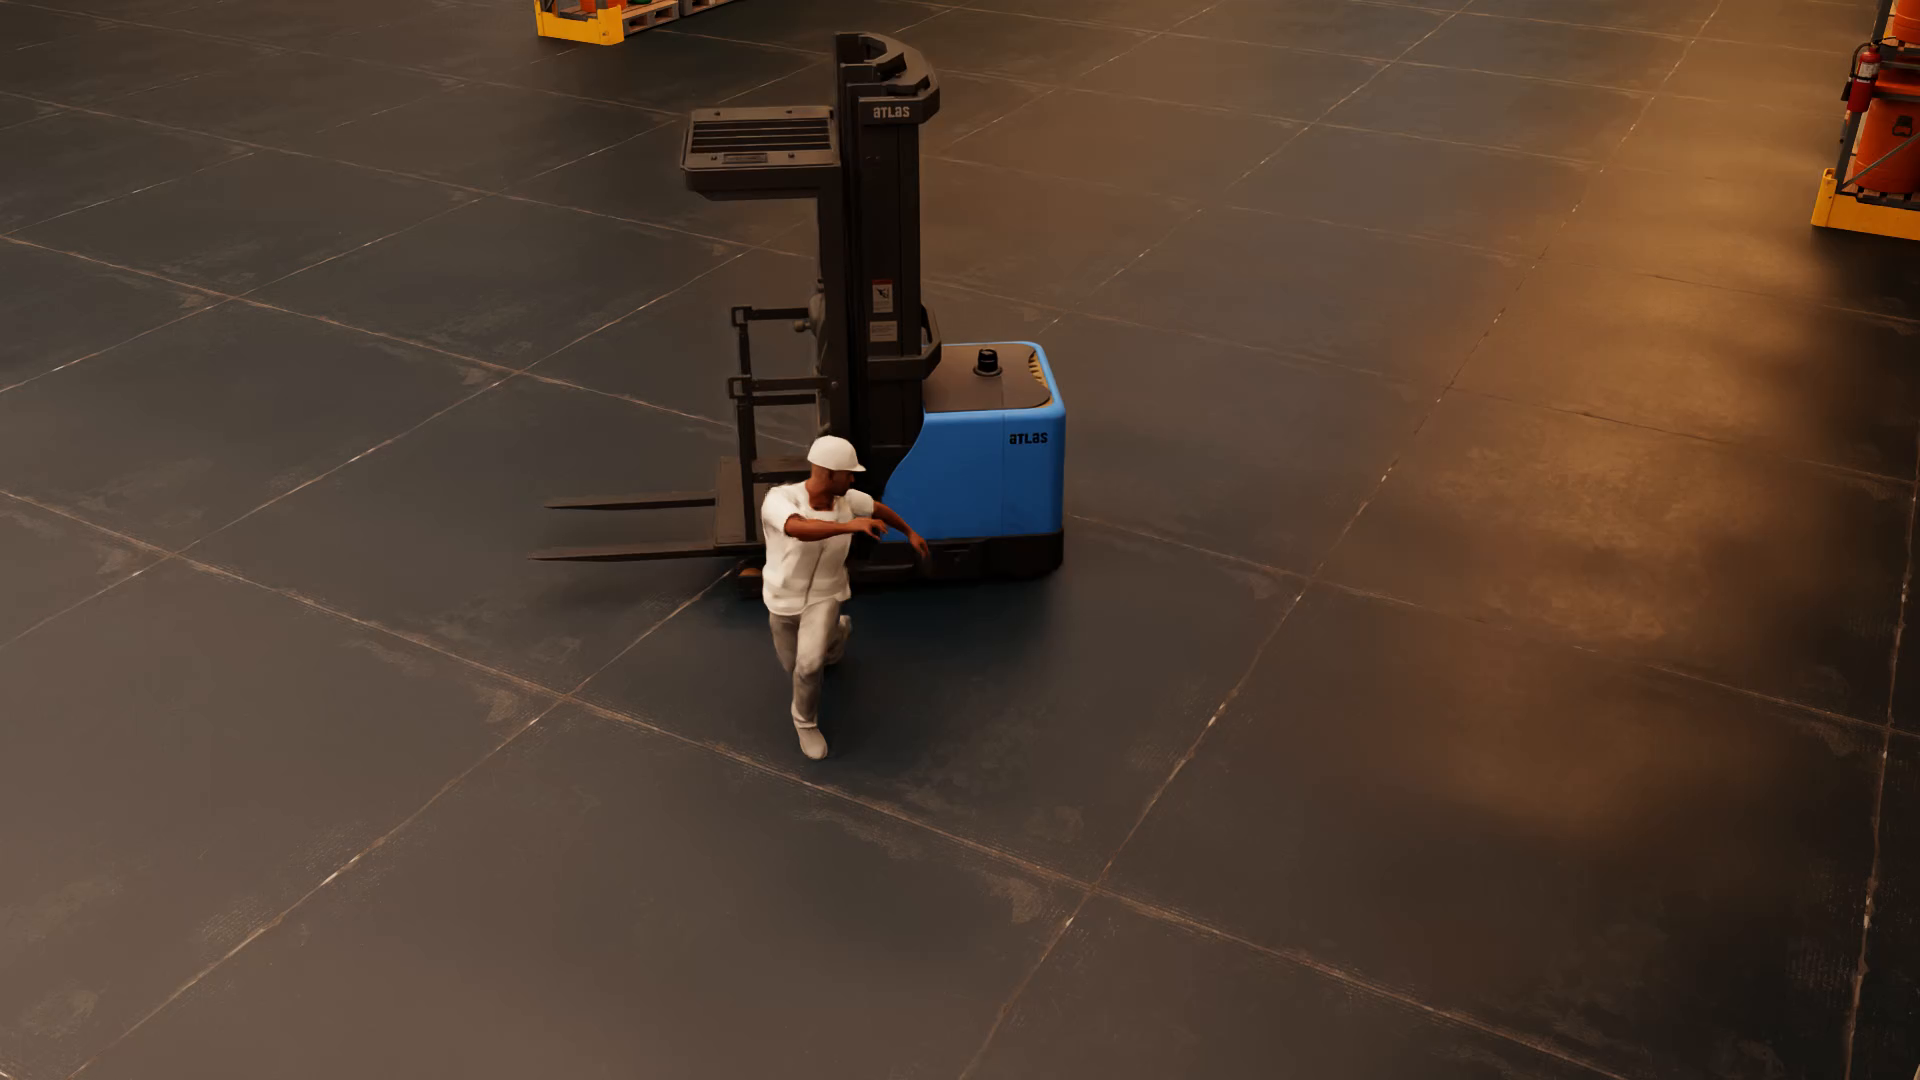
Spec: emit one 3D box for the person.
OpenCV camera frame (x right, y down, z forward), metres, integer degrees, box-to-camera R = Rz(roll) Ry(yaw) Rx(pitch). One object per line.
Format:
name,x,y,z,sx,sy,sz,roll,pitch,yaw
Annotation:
person,-0.552,0.202,8.198,0.839,1.503,0.973,-2,30,-3

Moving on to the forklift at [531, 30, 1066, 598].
forklift,-0.952,-1.220,9.185,3.031,2.935,1.130,-3,30,-5
